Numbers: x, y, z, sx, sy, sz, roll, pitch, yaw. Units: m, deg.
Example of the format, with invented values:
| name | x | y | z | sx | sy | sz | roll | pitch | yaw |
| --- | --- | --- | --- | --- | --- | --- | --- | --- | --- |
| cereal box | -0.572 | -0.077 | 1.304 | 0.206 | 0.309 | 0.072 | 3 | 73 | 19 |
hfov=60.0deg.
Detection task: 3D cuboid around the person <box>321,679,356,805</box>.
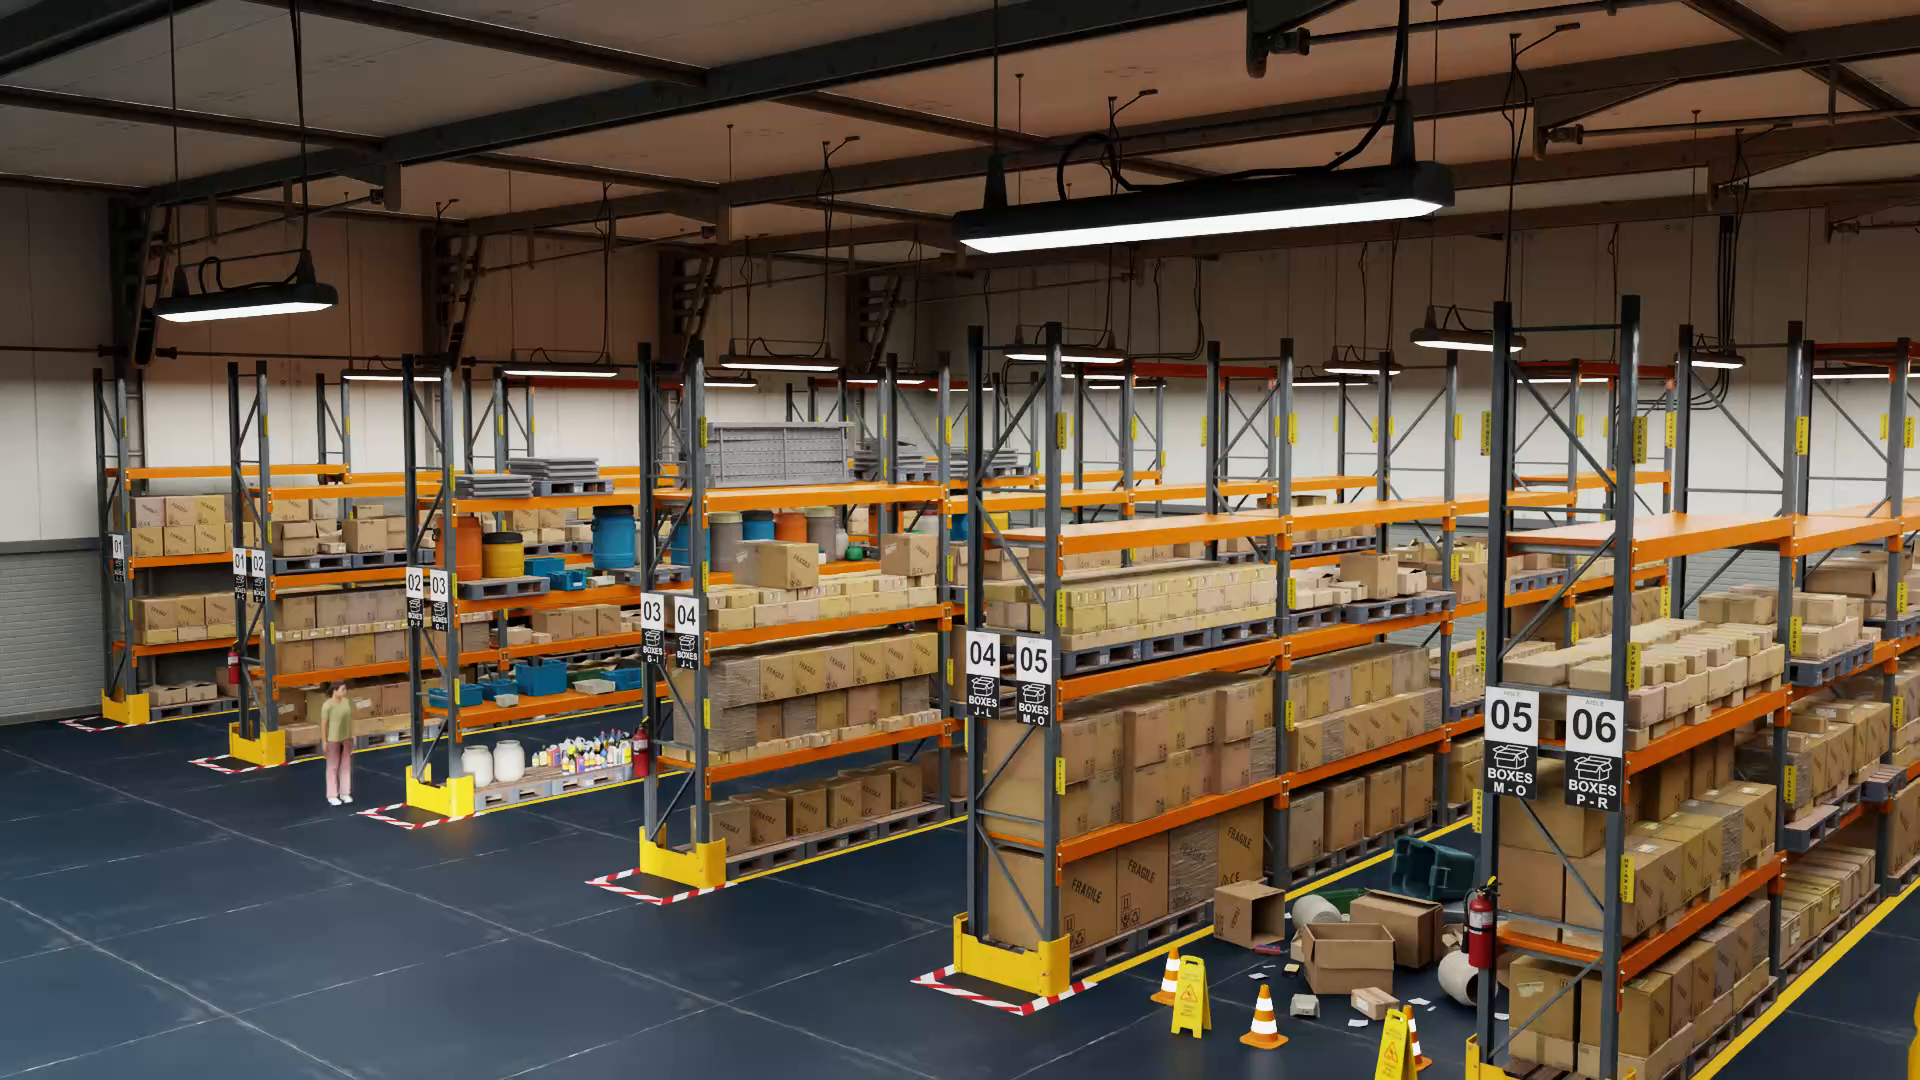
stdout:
| name | x | y | z | sx | sy | sz | roll | pitch | yaw |
| --- | --- | --- | --- | --- | --- | --- | --- | --- | --- |
| person | -8.316 | 2.689 | 22.253 | 0.348 | 1.687 | 0.475 | 2 | 5 | 29 |
